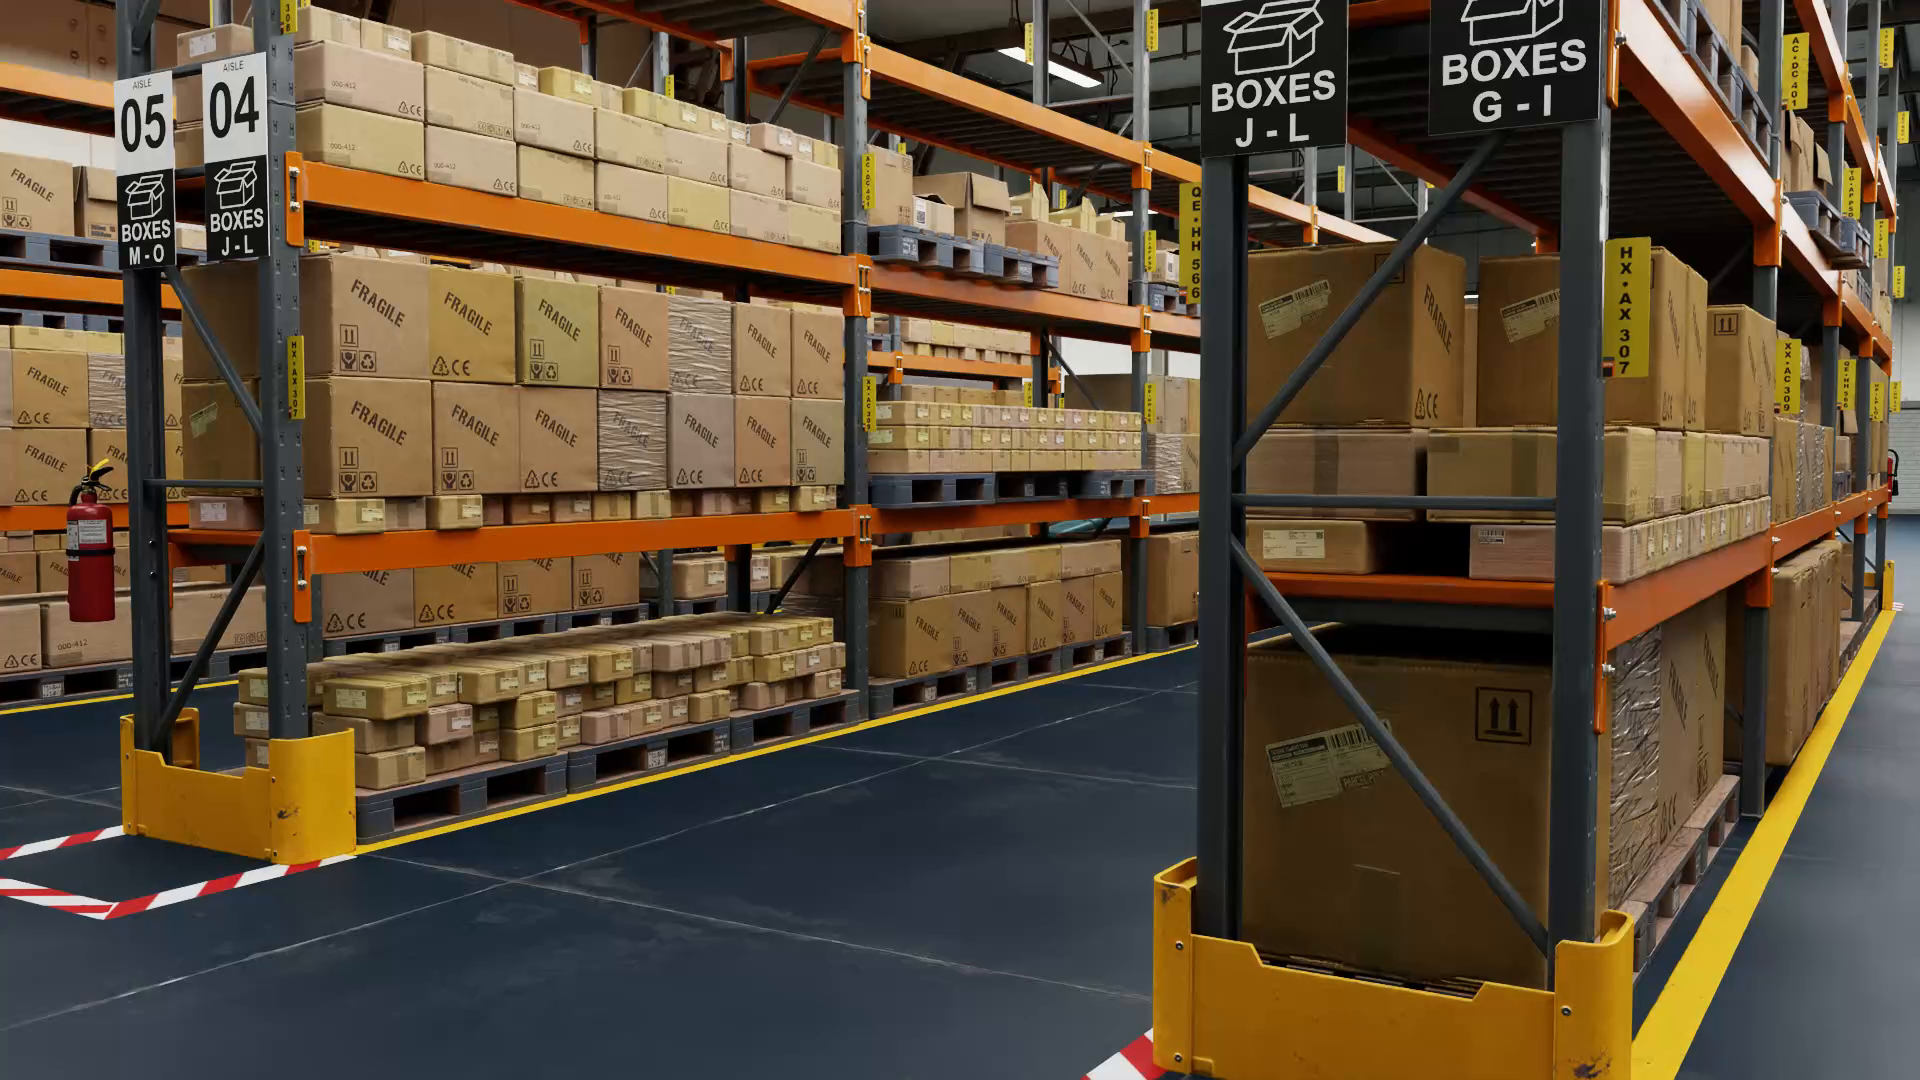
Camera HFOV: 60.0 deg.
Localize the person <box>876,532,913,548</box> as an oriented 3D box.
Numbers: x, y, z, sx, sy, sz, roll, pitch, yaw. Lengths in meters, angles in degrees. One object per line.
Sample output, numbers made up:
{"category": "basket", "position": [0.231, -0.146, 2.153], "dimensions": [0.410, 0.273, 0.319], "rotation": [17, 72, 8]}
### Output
{"category": "person", "position": [-0.662, -0.048, 16.641], "dimensions": [0.299, 1.656, 0.438], "rotation": [2, 3, 32]}
